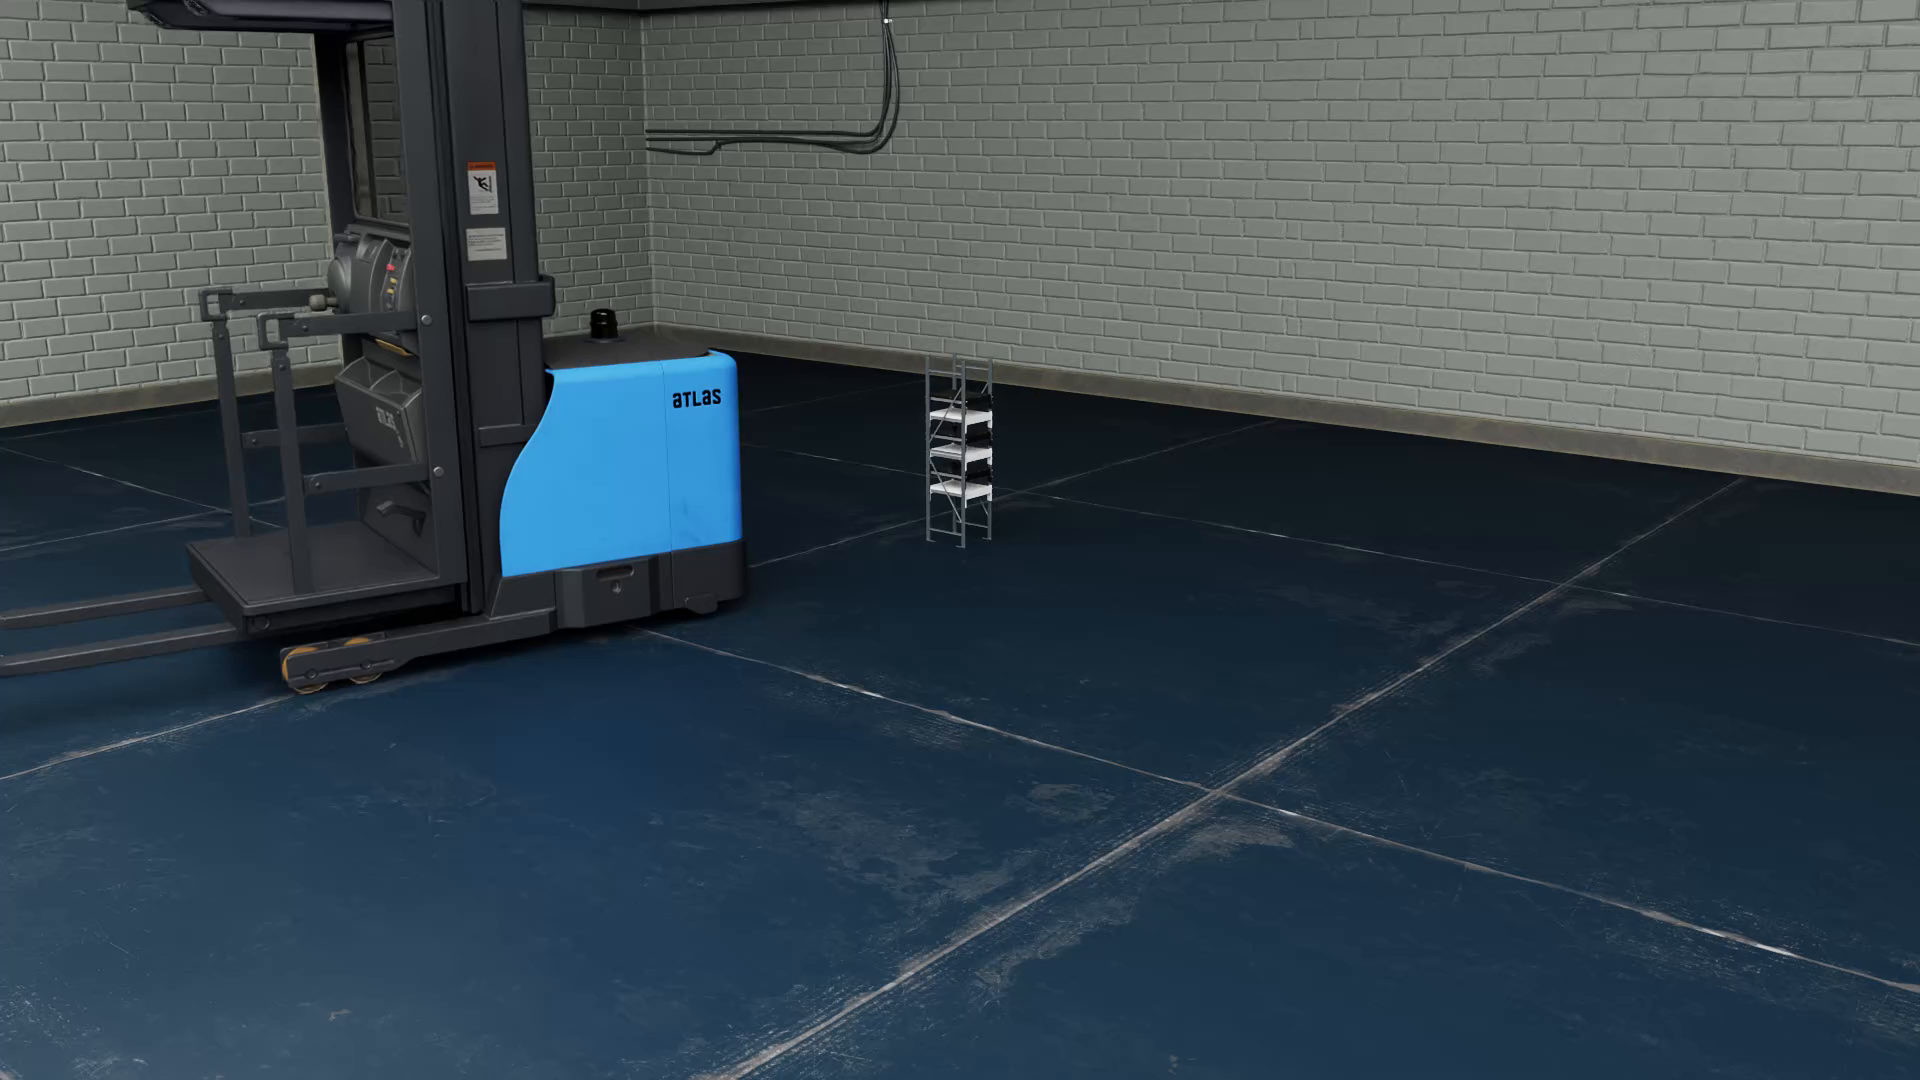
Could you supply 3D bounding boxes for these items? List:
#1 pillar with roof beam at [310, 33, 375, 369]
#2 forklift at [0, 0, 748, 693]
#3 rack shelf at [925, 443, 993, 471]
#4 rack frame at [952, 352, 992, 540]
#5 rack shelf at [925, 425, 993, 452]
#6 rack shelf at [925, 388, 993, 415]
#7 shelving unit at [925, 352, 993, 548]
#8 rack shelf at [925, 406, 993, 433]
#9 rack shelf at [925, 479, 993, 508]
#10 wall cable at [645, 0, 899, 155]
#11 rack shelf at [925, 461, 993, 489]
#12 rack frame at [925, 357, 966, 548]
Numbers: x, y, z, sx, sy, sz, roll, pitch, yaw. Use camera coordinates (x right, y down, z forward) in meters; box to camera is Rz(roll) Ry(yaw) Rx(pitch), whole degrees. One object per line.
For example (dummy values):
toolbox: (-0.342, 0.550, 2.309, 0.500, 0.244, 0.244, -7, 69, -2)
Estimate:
pillar with roof beam: (-1.231, -4.940, 9.294, 9.100, 9.000, 0.400, 11, 18, 38)
forklift: (-2.392, -1.018, 6.178, 3.031, 2.935, 1.130, -10, 17, -33)
rack shelf: (-0.005, -0.402, 8.014, 0.258, 0.077, 0.200, 11, 18, 38)
rack frame: (0.059, -0.454, 8.083, 0.240, 0.900, 0.006, 11, 18, 38)
rack shelf: (-0.005, -0.490, 7.992, 0.258, 0.077, 0.200, 11, 18, 38)
rack shelf: (-0.005, -0.664, 7.948, 0.258, 0.077, 0.200, 11, 18, 38)
shelving unit: (-0.005, -0.435, 8.006, 0.258, 0.900, 0.210, 11, 18, 38)
rack shelf: (-0.005, -0.577, 7.970, 0.258, 0.077, 0.200, 11, 18, 38)
rack shelf: (-0.005, -0.228, 8.059, 0.258, 0.077, 0.200, 11, 18, 38)
wall cable: (-1.700, -4.461, 13.714, 3.097, 2.526, 0.112, 11, 18, 38)
rack shelf: (-0.005, -0.315, 8.036, 0.258, 0.077, 0.200, 11, 18, 38)
rack frame: (-0.069, -0.415, 7.929, 0.240, 0.900, 0.006, 11, 18, 38)
